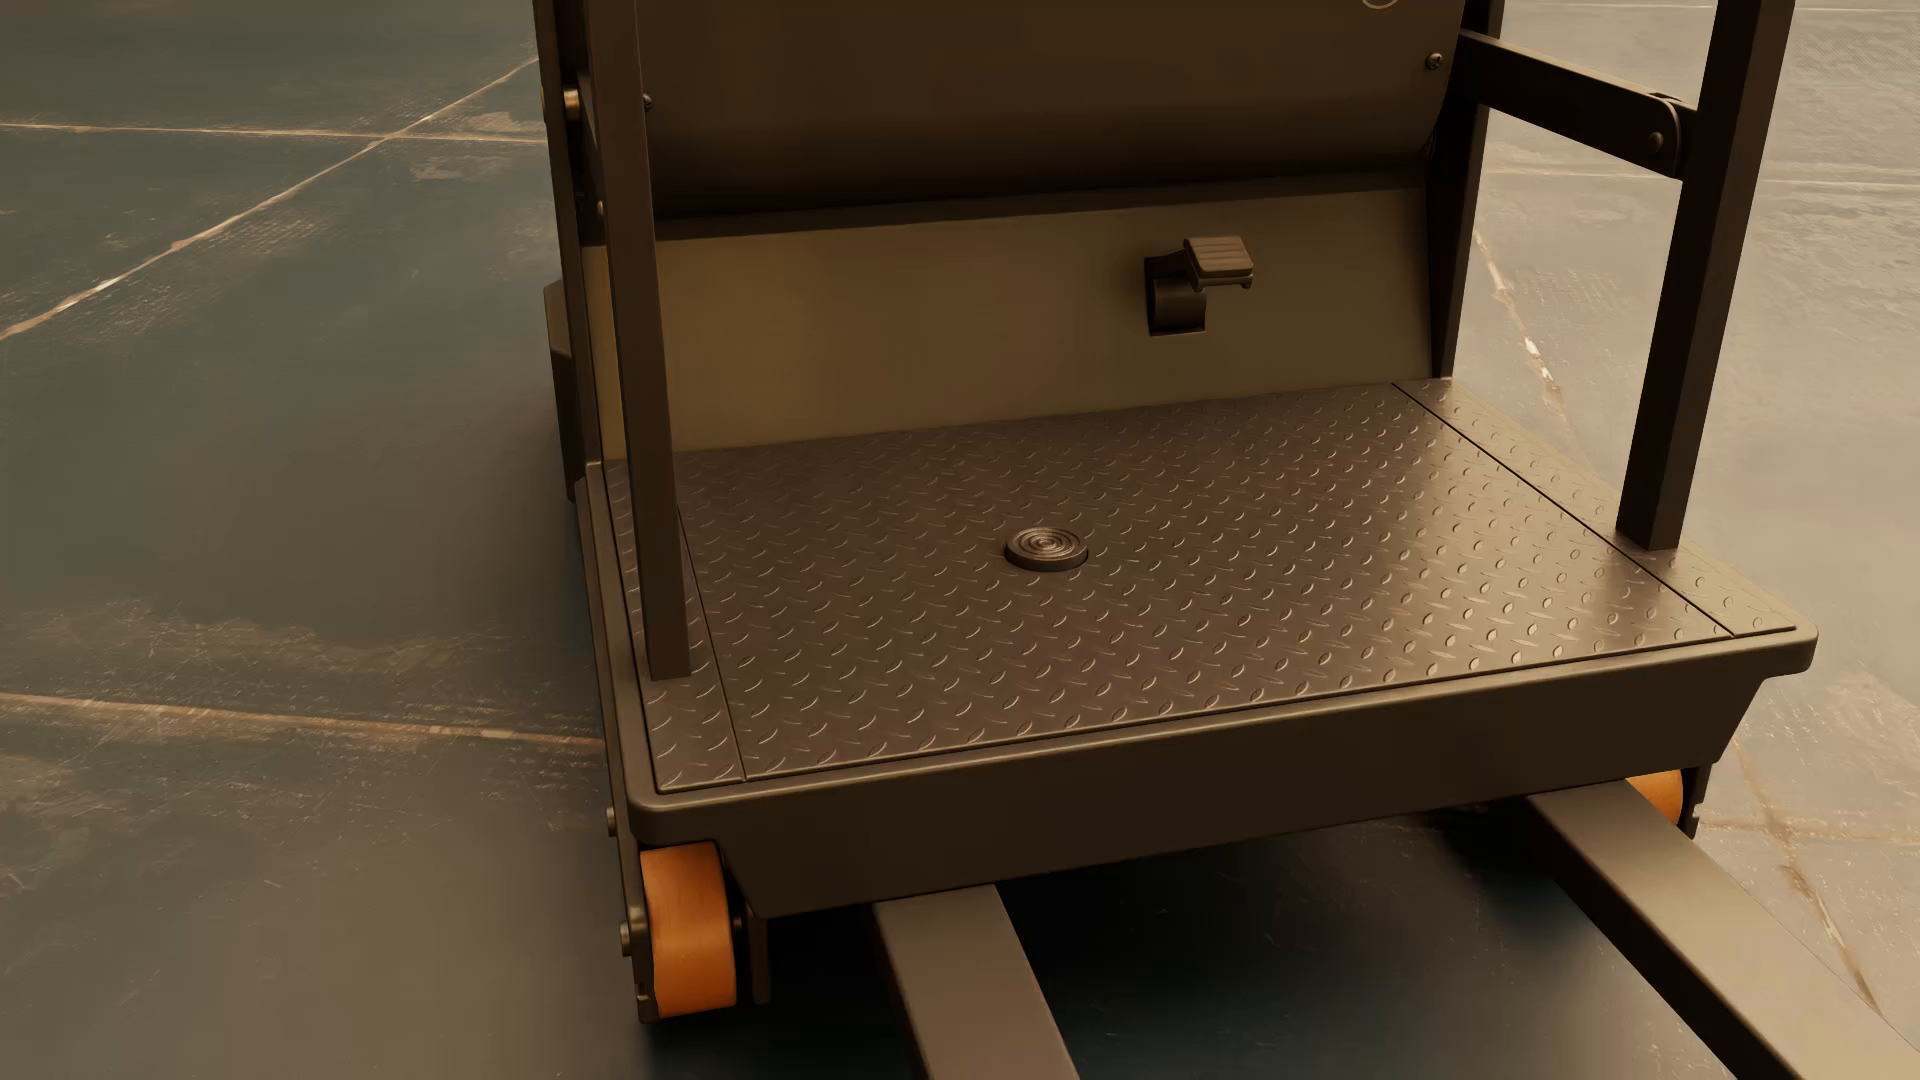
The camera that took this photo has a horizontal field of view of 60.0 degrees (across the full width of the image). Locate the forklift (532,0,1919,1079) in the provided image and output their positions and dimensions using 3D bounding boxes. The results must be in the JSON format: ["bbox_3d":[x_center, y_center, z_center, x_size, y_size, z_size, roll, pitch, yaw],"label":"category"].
[{"bbox_3d":[0.153,-1.049,1.319,1.130,2.935,3.031,-7,27,-13],"label":"forklift"}]
